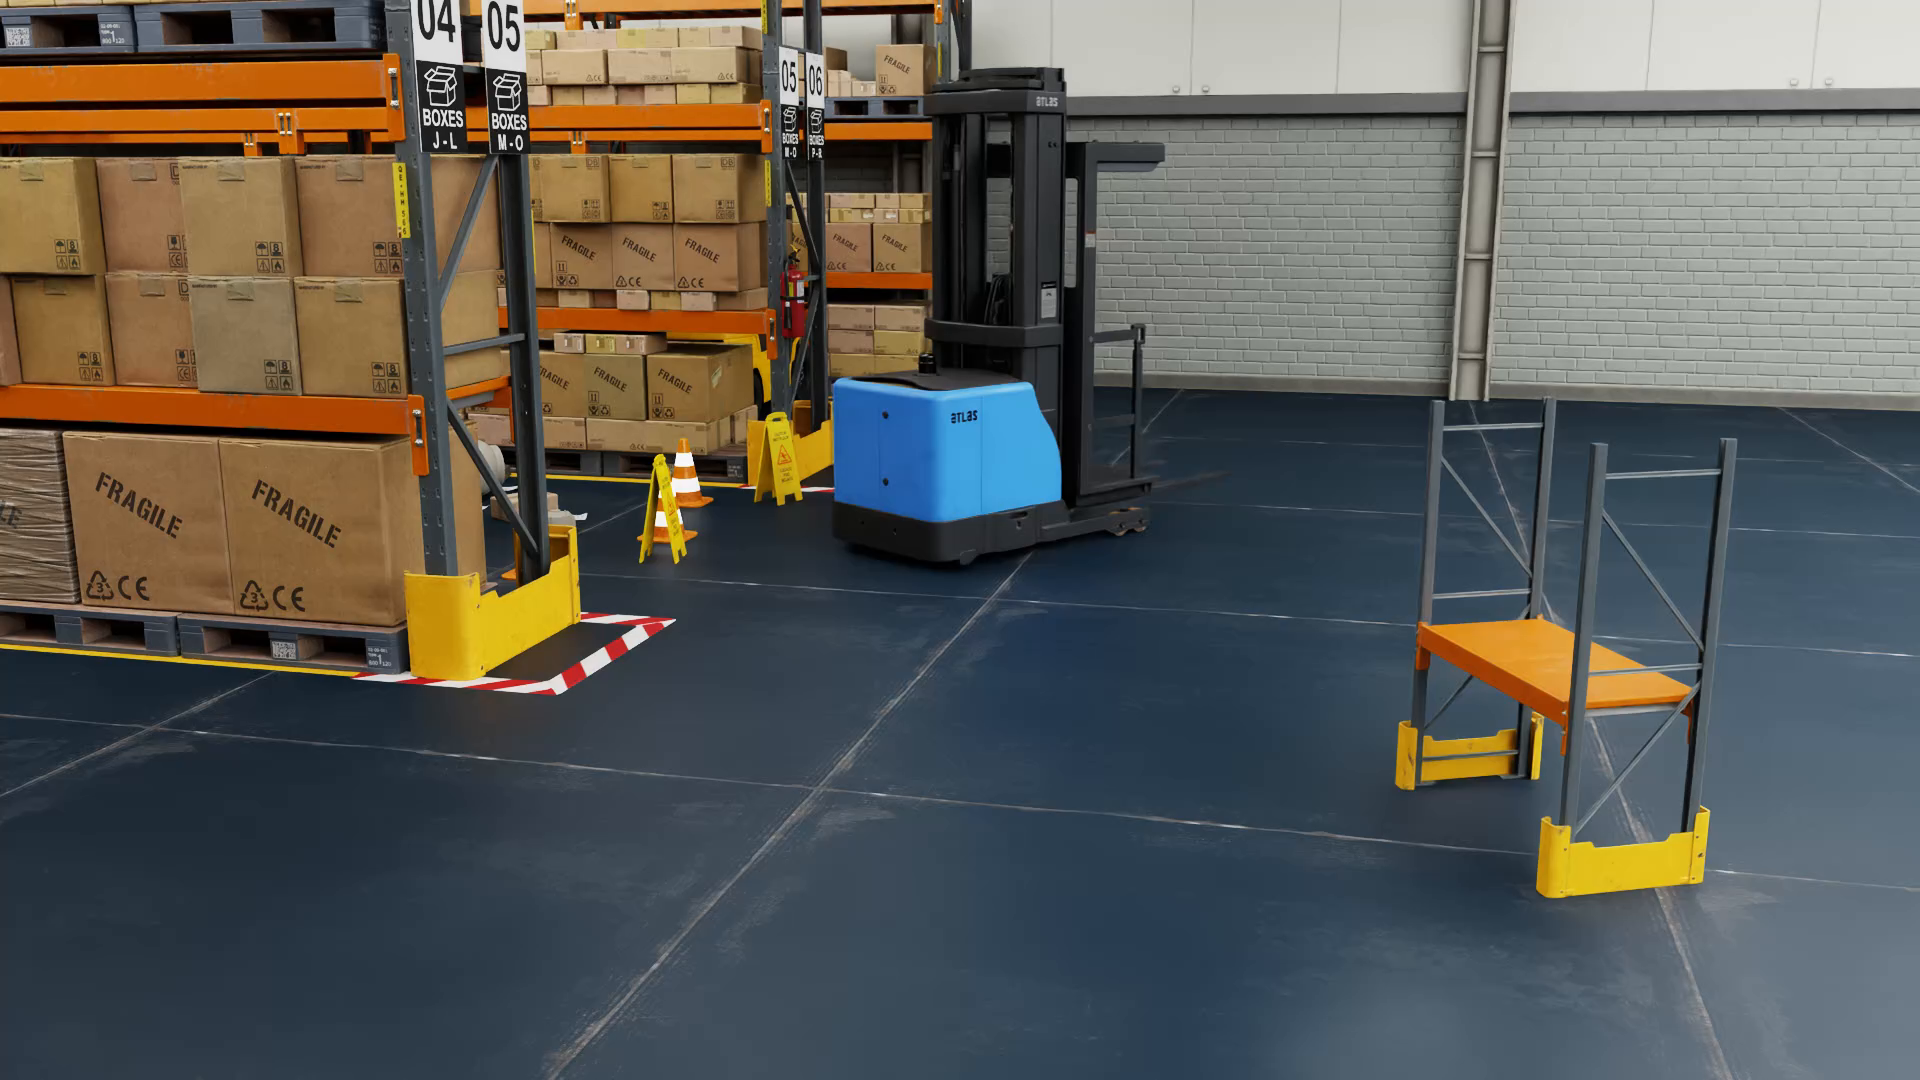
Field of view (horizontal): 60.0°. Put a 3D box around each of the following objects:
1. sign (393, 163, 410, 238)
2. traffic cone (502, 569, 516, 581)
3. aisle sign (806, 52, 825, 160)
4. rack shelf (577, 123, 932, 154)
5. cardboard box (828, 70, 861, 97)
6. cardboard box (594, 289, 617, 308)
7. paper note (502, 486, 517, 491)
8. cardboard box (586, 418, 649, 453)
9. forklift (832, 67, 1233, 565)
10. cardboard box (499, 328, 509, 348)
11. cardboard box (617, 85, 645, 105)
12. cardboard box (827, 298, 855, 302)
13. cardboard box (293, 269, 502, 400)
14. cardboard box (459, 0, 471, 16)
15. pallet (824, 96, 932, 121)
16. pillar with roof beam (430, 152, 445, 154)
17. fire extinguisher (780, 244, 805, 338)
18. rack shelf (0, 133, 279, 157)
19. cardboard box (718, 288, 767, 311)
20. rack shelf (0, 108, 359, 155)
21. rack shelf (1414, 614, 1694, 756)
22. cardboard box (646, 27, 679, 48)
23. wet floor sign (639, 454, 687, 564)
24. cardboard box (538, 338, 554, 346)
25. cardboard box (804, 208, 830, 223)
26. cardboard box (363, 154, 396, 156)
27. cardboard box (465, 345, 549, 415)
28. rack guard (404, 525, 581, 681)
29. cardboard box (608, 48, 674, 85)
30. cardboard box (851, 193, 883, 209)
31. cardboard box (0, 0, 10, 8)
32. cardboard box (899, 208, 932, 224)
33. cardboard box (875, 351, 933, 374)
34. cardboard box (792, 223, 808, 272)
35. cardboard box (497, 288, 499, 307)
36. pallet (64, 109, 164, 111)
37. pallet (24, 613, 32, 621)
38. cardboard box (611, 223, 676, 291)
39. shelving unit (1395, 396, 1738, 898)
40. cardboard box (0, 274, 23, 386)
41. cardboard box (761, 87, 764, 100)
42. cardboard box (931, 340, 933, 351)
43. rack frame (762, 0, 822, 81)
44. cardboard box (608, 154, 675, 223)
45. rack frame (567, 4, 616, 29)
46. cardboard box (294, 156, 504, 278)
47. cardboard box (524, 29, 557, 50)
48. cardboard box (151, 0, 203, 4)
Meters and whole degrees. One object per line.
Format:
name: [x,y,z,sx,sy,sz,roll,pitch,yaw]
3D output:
sign: [-2.470,-1.503,7.361,0.005,0.325,0.100,3,13,14]
traffic cone: [-2.502,-0.023,9.768,0.334,0.463,0.336,3,13,14]
aisle sign: [-1.104,-3.312,12.736,0.004,0.787,0.394,3,13,14]
rack shelf: [-1.995,-4.242,17.665,4.000,0.370,1.077,3,13,14]
cardboard box: [-1.177,-4.670,17.043,0.258,0.266,0.396,3,13,14]
cardboard box: [-2.642,-1.890,12.909,0.250,0.149,0.380,3,13,14]
paper note: [-3.365,-0.392,12.431,0.148,0.019,0.142,-1,13,-6]
cardboard box: [-2.589,-0.858,13.053,0.500,0.250,0.500,3,13,14]
forklift: [0.618,-1.527,10.848,3.031,2.935,1.130,-11,17,-42]
cardboard box: [-3.746,-1.588,13.116,0.250,0.149,0.380,4,13,17]
cardboard box: [-2.381,-3.337,12.503,0.250,0.149,0.380,3,13,14]
cardboard box: [-1.443,-2.494,18.120,0.500,0.250,0.500,3,13,13]
cardboard box: [-2.698,-1.018,8.051,0.550,0.550,0.875,3,13,14]
cardboard box: [-2.583,-2.616,8.053,0.250,0.149,0.380,3,13,14]
pallet: [-0.733,-4.489,17.319,1.213,0.211,1.003,3,13,14]
pillar with roof beam: [-7.370,-5.586,15.134,0.400,9.000,9.100,3,13,14]
fire extinguisher: [-1.238,-1.841,12.283,0.183,0.674,0.296,3,13,14]
rack shelf: [-9.762,-4.657,19.536,4.000,0.370,1.077,3,13,14]
cardboard box: [-1.653,-1.833,12.650,0.250,0.149,0.380,4,13,15]
rack shelf: [-7.064,-3.406,13.895,4.000,0.370,1.077,3,13,14]
rack shelf: [2.092,0.492,5.886,0.538,0.185,1.000,-3,13,-12]
cardboard box: [-2.131,-3.699,12.293,0.250,0.149,0.380,3,13,13]
wet floor sign: [-1.824,-0.201,10.148,0.232,0.644,0.267,1,13,4]
cardboard box: [-3.494,-1.391,13.725,0.500,0.500,0.500,4,13,17]
cardboard box: [-1.458,-3.402,17.415,0.250,0.149,0.380,3,13,12]
cardboard box: [-4.256,-2.771,13.074,0.500,0.500,0.700,3,13,14]
cardboard box: [-3.589,-1.278,13.214,0.500,0.500,0.500,4,13,16]
rack guard: [-2.303,0.287,8.288,0.348,0.500,1.175,3,13,14]
cardboard box: [-2.285,-3.517,12.393,0.500,0.250,0.500,3,13,13]
cardboard box: [-0.959,-3.524,17.278,0.250,0.149,0.380,3,13,15]
cardboard box: [-4.461,-2.569,7.842,0.250,0.149,0.380,3,13,14]
cardboard box: [-0.457,-3.350,17.178,0.250,0.149,0.380,3,13,14]
cardboard box: [-0.585,-1.846,17.507,0.500,0.250,0.500,3,13,14]
cardboard box: [-1.593,-3.100,17.549,0.500,0.500,0.500,3,13,12]
cardboard box: [-3.653,-1.914,13.015,0.250,0.149,0.380,3,13,14]
pallet: [-6.704,-3.669,13.854,1.003,0.211,1.213,3,13,14]
pallet: [-5.491,0.275,9.009,1.213,0.211,1.003,3,13,14]
cardboard box: [-2.317,-2.172,12.683,0.500,0.500,0.500,3,13,14]
shelving unit: [2.090,0.314,5.855,0.587,1.500,1.083,-3,13,-12]
cardboard box: [-4.814,-1.123,8.522,0.550,0.550,0.875,3,13,14]
cardboard box: [-1.483,-3.408,12.826,0.250,0.149,0.380,3,13,14]
cardboard box: [-0.460,-2.200,17.949,0.500,0.250,0.500,3,13,15]
rack frame: [-1.239,-4.910,12.089,0.127,3.000,1.000,3,13,14]
cardboard box: [-2.276,-2.672,12.625,0.500,0.500,0.700,3,13,14]
rack frame: [-3.937,-6.162,17.730,0.127,3.000,1.000,3,13,14]
cardboard box: [-2.678,-1.563,8.013,0.550,0.550,0.875,3,13,14]
cardboard box: [-3.135,-3.740,12.480,0.250,0.149,0.380,3,13,15]
cardboard box: [-3.470,-2.516,7.604,0.250,0.149,0.380,3,13,14]
